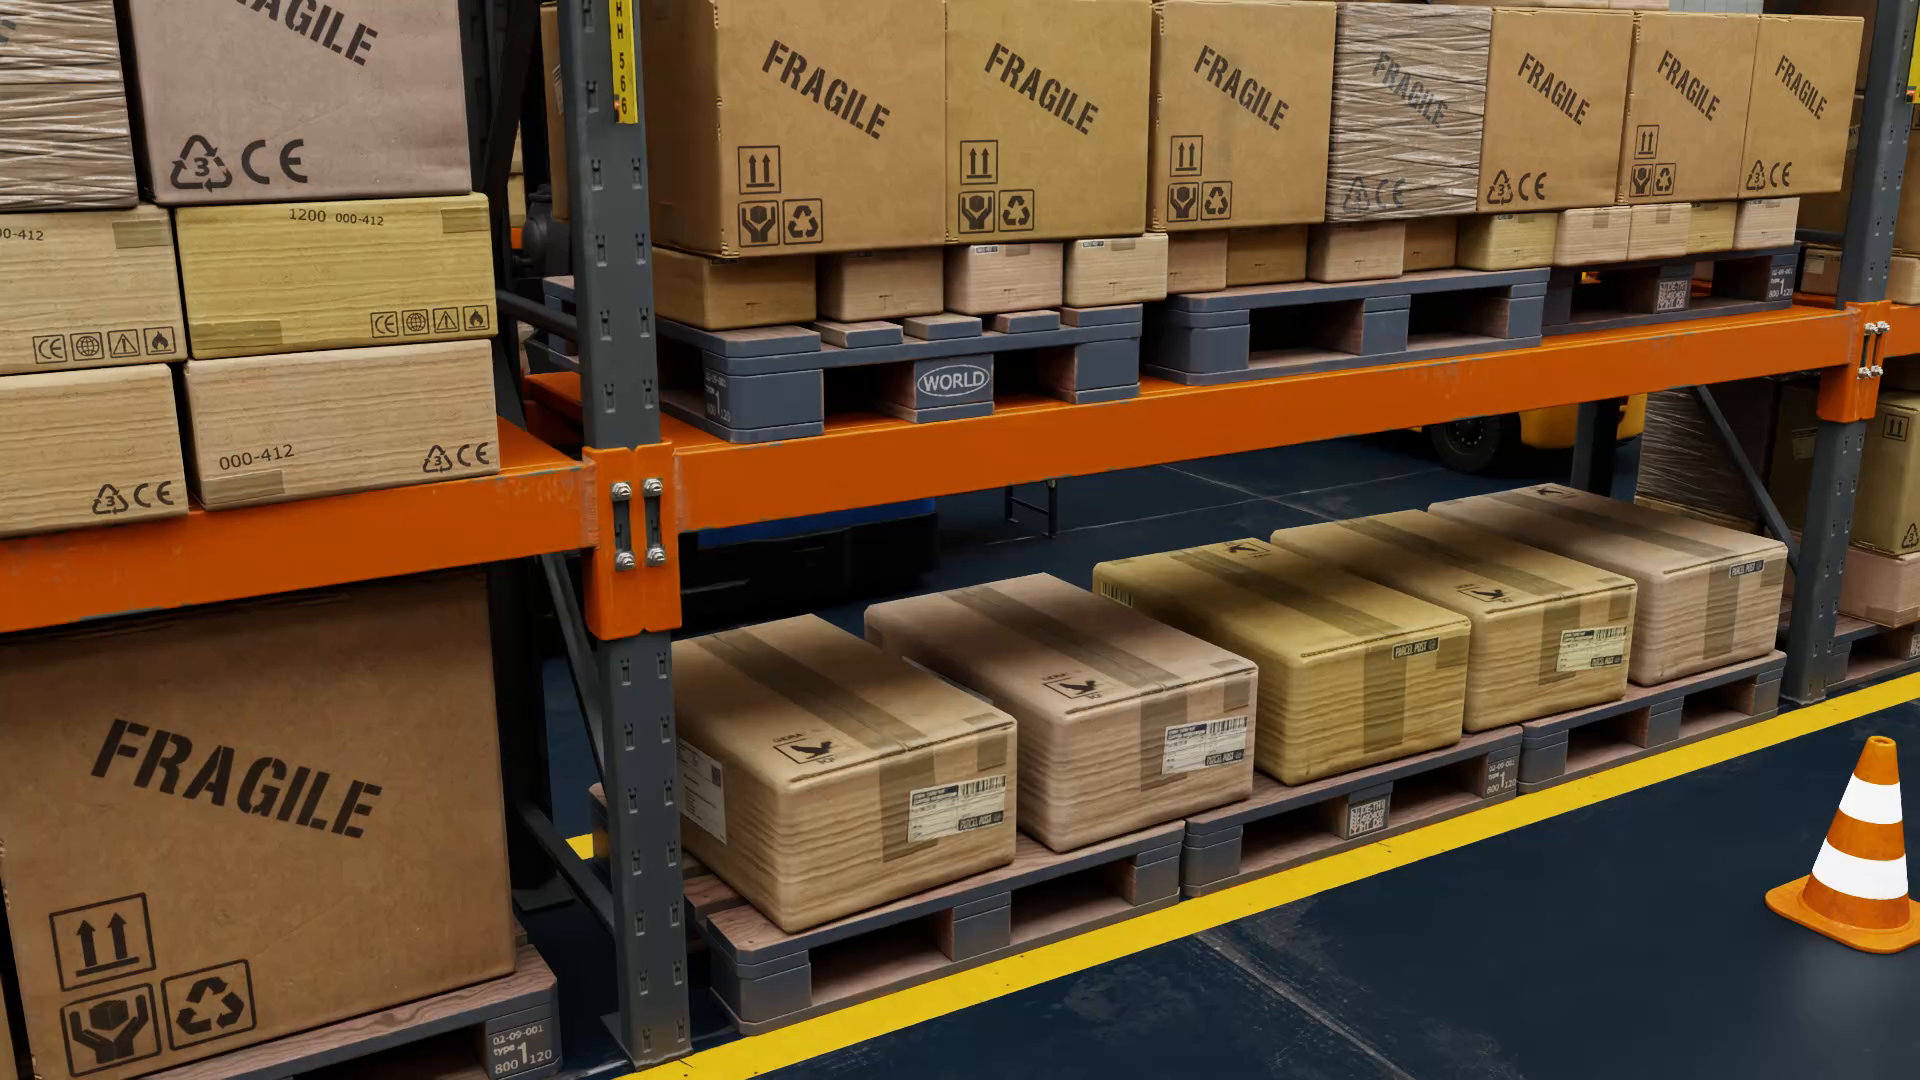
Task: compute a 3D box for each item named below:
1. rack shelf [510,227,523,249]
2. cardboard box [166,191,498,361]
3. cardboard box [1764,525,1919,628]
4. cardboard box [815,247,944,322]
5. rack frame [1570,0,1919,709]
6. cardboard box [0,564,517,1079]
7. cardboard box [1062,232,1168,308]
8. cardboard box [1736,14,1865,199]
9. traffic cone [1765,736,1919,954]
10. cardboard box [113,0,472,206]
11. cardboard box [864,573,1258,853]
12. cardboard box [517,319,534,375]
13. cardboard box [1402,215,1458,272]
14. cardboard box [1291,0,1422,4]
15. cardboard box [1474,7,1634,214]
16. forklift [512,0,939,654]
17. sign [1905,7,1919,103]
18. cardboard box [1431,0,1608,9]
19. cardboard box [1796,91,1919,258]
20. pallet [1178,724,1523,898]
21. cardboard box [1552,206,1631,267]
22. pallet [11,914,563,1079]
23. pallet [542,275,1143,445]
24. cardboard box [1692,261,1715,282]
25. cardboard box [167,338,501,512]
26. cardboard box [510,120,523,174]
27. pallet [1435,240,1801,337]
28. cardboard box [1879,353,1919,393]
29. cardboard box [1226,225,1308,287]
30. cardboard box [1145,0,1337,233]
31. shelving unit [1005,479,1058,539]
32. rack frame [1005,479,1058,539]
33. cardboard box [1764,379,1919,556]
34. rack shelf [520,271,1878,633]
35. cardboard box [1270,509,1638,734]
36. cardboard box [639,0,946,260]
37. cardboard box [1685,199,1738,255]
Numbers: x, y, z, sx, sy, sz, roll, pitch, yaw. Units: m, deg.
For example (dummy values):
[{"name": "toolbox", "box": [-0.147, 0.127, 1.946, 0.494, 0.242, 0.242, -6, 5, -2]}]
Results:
[{"name": "rack shelf", "box": [-1.721, -1.540, 8.680, 4.000, 0.370, 1.077, -9, 18, -30]}, {"name": "cardboard box", "box": [-1.160, -0.503, 2.999, 0.500, 0.250, 0.500, -9, 18, -30]}, {"name": "cardboard box", "box": [3.198, 0.086, 5.863, 0.500, 0.250, 0.500, -10, 19, -32]}, {"name": "cardboard box", "box": [-0.242, -0.576, 3.593, 0.250, 0.149, 0.380, -11, 19, -33]}, {"name": "rack frame", "box": [2.553, -1.017, 5.479, 0.127, 3.000, 1.000, -9, 18, -30]}, {"name": "cardboard box", "box": [-1.511, 0.437, 3.452, 0.875, 0.875, 0.875, -9, 18, -30]}, {"name": "cardboard box", "box": [0.263, -0.636, 3.810, 0.250, 0.149, 0.380, -9, 18, -29]}, {"name": "cardboard box", "box": [2.275, -1.293, 4.950, 0.500, 0.500, 0.500, -10, 18, -31]}, {"name": "traffic cone", "box": [2.211, 0.701, 4.051, 0.334, 0.463, 0.336, -9, 18, -30]}, {"name": "cardboard box", "box": [-1.184, -0.858, 2.875, 0.500, 0.500, 0.500, -10, 18, -31]}, {"name": "cardboard box", "box": [0.242, 0.422, 4.438, 0.625, 0.372, 0.950, -10, 18, -31]}, {"name": "cardboard box", "box": [-2.337, -0.844, 8.483, 0.625, 0.625, 0.875, -9, 18, -28]}, {"name": "cardboard box", "box": [1.094, -0.811, 4.434, 0.250, 0.149, 0.380, -10, 18, -32]}, {"name": "cardboard box", "box": [1.090, -1.564, 4.716, 0.250, 0.149, 0.380, -8, 18, -27]}, {"name": "cardboard box", "box": [1.405, -1.153, 4.453, 0.500, 0.500, 0.500, -9, 18, -28]}, {"name": "forklift", "box": [-1.615, -1.138, 6.041, 3.031, 2.935, 1.130, -9, 18, -30]}, {"name": "sign", "box": [2.842, -1.446, 4.867, 0.005, 0.325, 0.100, -9, 18, -30]}, {"name": "cardboard box", "box": [1.467, -1.464, 4.358, 0.250, 0.149, 0.380, -10, 19, -32]}, {"name": "cardboard box", "box": [3.074, -1.205, 5.414, 0.500, 0.500, 0.500, -9, 18, -30]}, {"name": "pallet", "box": [0.840, 0.605, 4.860, 1.213, 0.211, 1.003, -9, 18, -30]}, {"name": "cardboard box", "box": [1.600, -0.850, 4.571, 0.250, 0.149, 0.380, -9, 18, -29]}, {"name": "pallet", "box": [-1.590, 0.974, 3.543, 1.213, 0.211, 1.003, -9, 18, -30]}, {"name": "pallet", "box": [-0.320, -0.492, 3.963, 1.003, 0.211, 1.213, -9, 18, -30]}, {"name": "cardboard box", "box": [2.672, -1.011, 5.924, 0.250, 0.149, 0.380, -9, 18, -30]}, {"name": "cardboard box", "box": [-1.175, -0.258, 3.051, 0.500, 0.250, 0.500, -10, 18, -32]}, {"name": "cardboard box", "box": [-2.041, -1.920, 8.054, 0.500, 0.250, 0.500, -10, 18, -31]}, {"name": "pallet", "box": [1.823, -0.852, 5.246, 1.213, 0.211, 1.003, -9, 18, -30]}, {"name": "cardboard box", "box": [3.336, -0.591, 5.687, 0.250, 0.149, 0.380, -9, 18, -29]}, {"name": "cardboard box", "box": [0.651, -0.736, 4.166, 0.250, 0.149, 0.380, -8, 18, -28]}, {"name": "cardboard box", "box": [0.524, -1.013, 3.951, 0.500, 0.500, 0.500, -9, 18, -29]}, {"name": "shelving unit", "box": [0.006, -0.723, 7.211, 0.755, 1.500, 0.431, -9, 18, -30]}, {"name": "rack frame", "box": [0.320, -0.774, 7.392, 0.023, 1.500, 0.400, -9, 18, -30]}, {"name": "cardboard box", "box": [3.198, -0.276, 5.762, 0.500, 0.500, 0.500, -8, 18, -27]}, {"name": "rack shelf", "box": [0.839, -0.392, 4.585, 4.000, 0.370, 1.077, -9, 18, -30]}, {"name": "cardboard box", "box": [1.490, 0.221, 5.156, 0.625, 0.372, 0.950, -8, 18, -26]}, {"name": "cardboard box", "box": [-0.371, -0.863, 3.418, 0.500, 0.500, 0.500, -10, 18, -31]}, {"name": "cardboard box", "box": [2.019, -0.930, 4.857, 0.250, 0.149, 0.380, -10, 18, -31]}]
